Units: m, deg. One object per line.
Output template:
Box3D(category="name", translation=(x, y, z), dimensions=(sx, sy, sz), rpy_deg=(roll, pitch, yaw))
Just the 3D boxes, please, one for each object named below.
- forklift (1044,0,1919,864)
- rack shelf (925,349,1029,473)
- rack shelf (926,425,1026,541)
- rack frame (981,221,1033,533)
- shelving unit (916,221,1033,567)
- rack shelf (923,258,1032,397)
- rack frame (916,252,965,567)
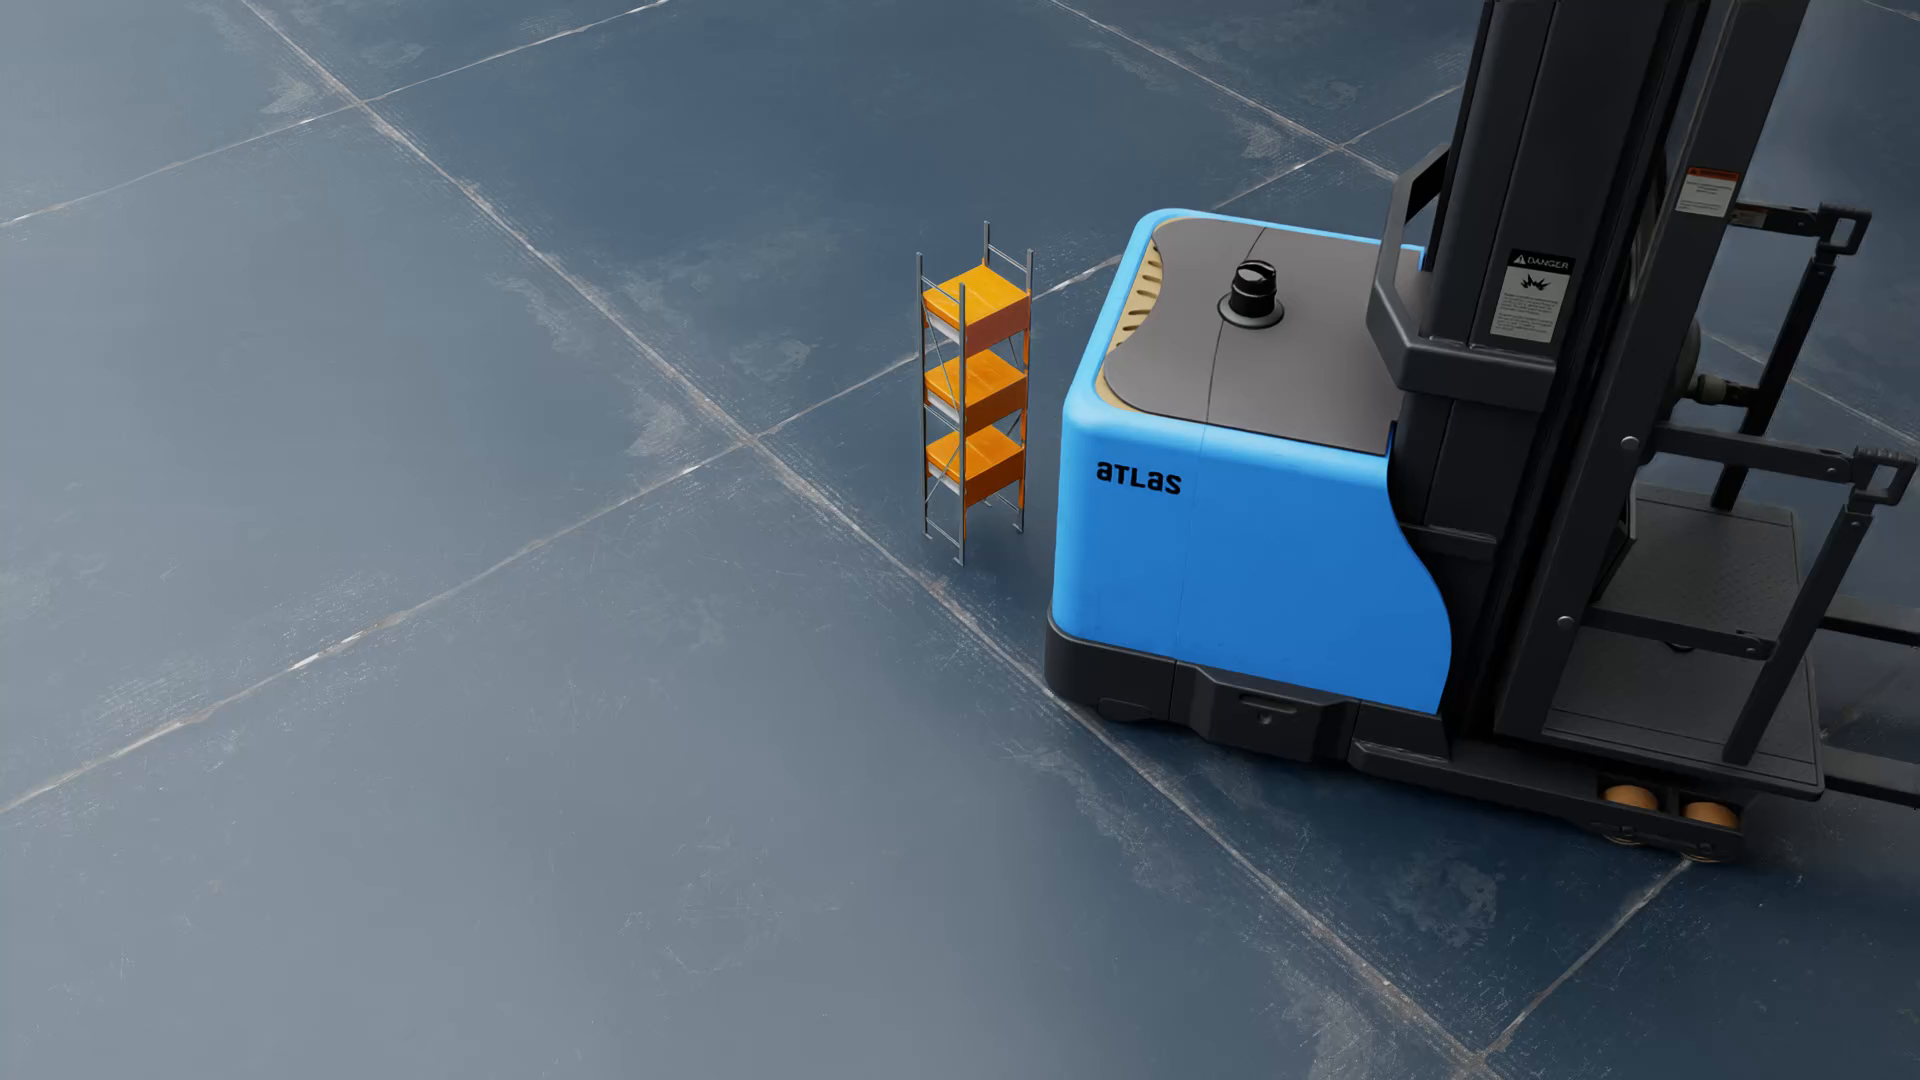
Box3D(category="forklift", translation=(1.815, -0.634, 3.784), dimensions=(3.031, 2.935, 1.130), rpy_deg=(12, 44, 12))
Box3D(category="rack shelf", translation=(0.041, -0.398, 4.923), dimensions=(0.240, 0.259, 0.215), rpy_deg=(-30, 51, -28))
Box3D(category="rack shelf", translation=(0.041, -0.196, 5.113), dimensions=(0.240, 0.259, 0.215), rpy_deg=(-30, 51, -28))
Box3D(category="rack frame", translation=(0.135, -0.460, 4.973), dimensions=(0.008, 1.050, 0.200), rpy_deg=(-30, 51, -28))
Box3D(category="shelving unit", translation=(0.041, -0.406, 4.916), dimensions=(0.252, 1.050, 0.215), rpy_deg=(-30, 51, -28))
Box3D(category="rack shelf", translation=(0.041, -0.605, 4.729), dimensions=(0.240, 0.259, 0.215), rpy_deg=(-30, 51, -28))
Box3D(category="rack frame", translation=(-0.053, -0.353, 4.859), dimensions=(0.008, 1.050, 0.200), rpy_deg=(-30, 51, -28))
